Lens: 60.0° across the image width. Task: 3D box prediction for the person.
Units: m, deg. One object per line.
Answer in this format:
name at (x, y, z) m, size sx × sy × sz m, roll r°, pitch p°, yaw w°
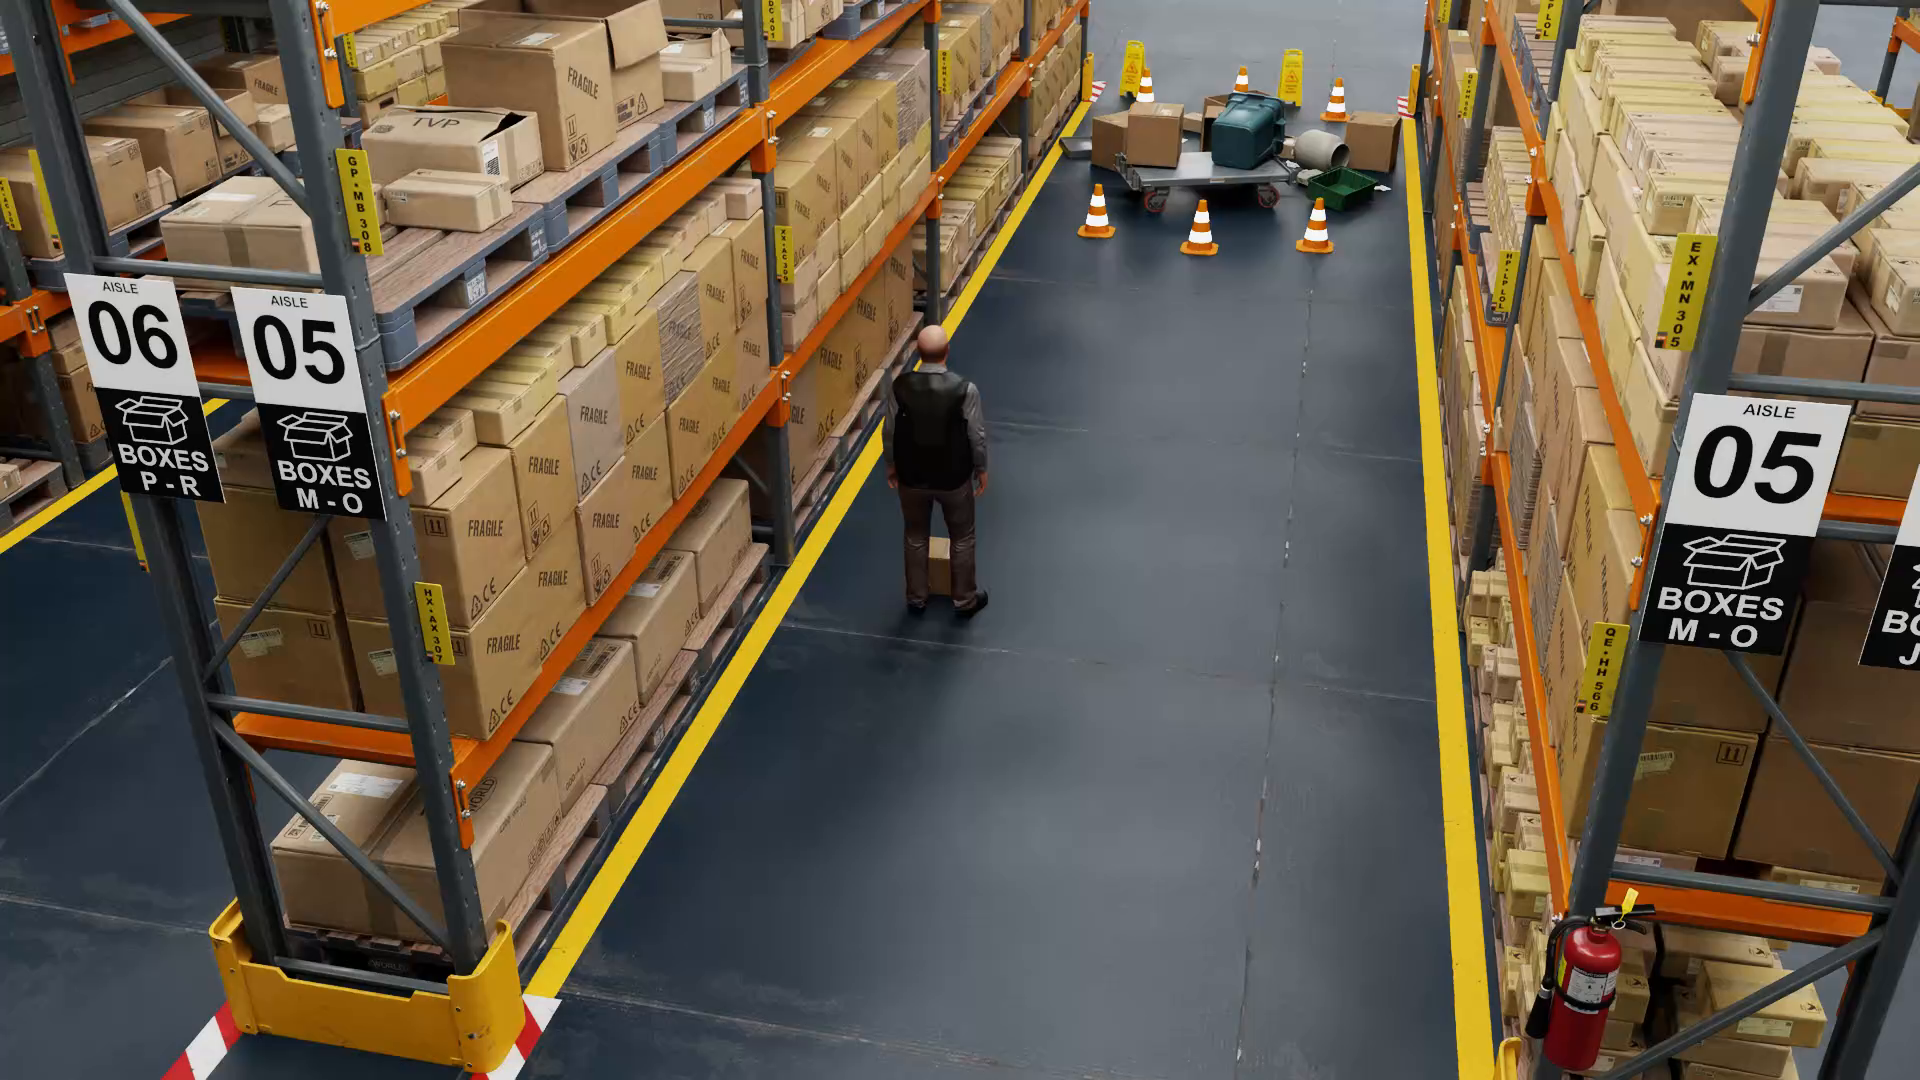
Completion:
person at (-0.141, -0.356, 9.299) m, size 0.589 × 1.721 × 0.414 m, roll 5°, pitch 29°, yaw 9°
